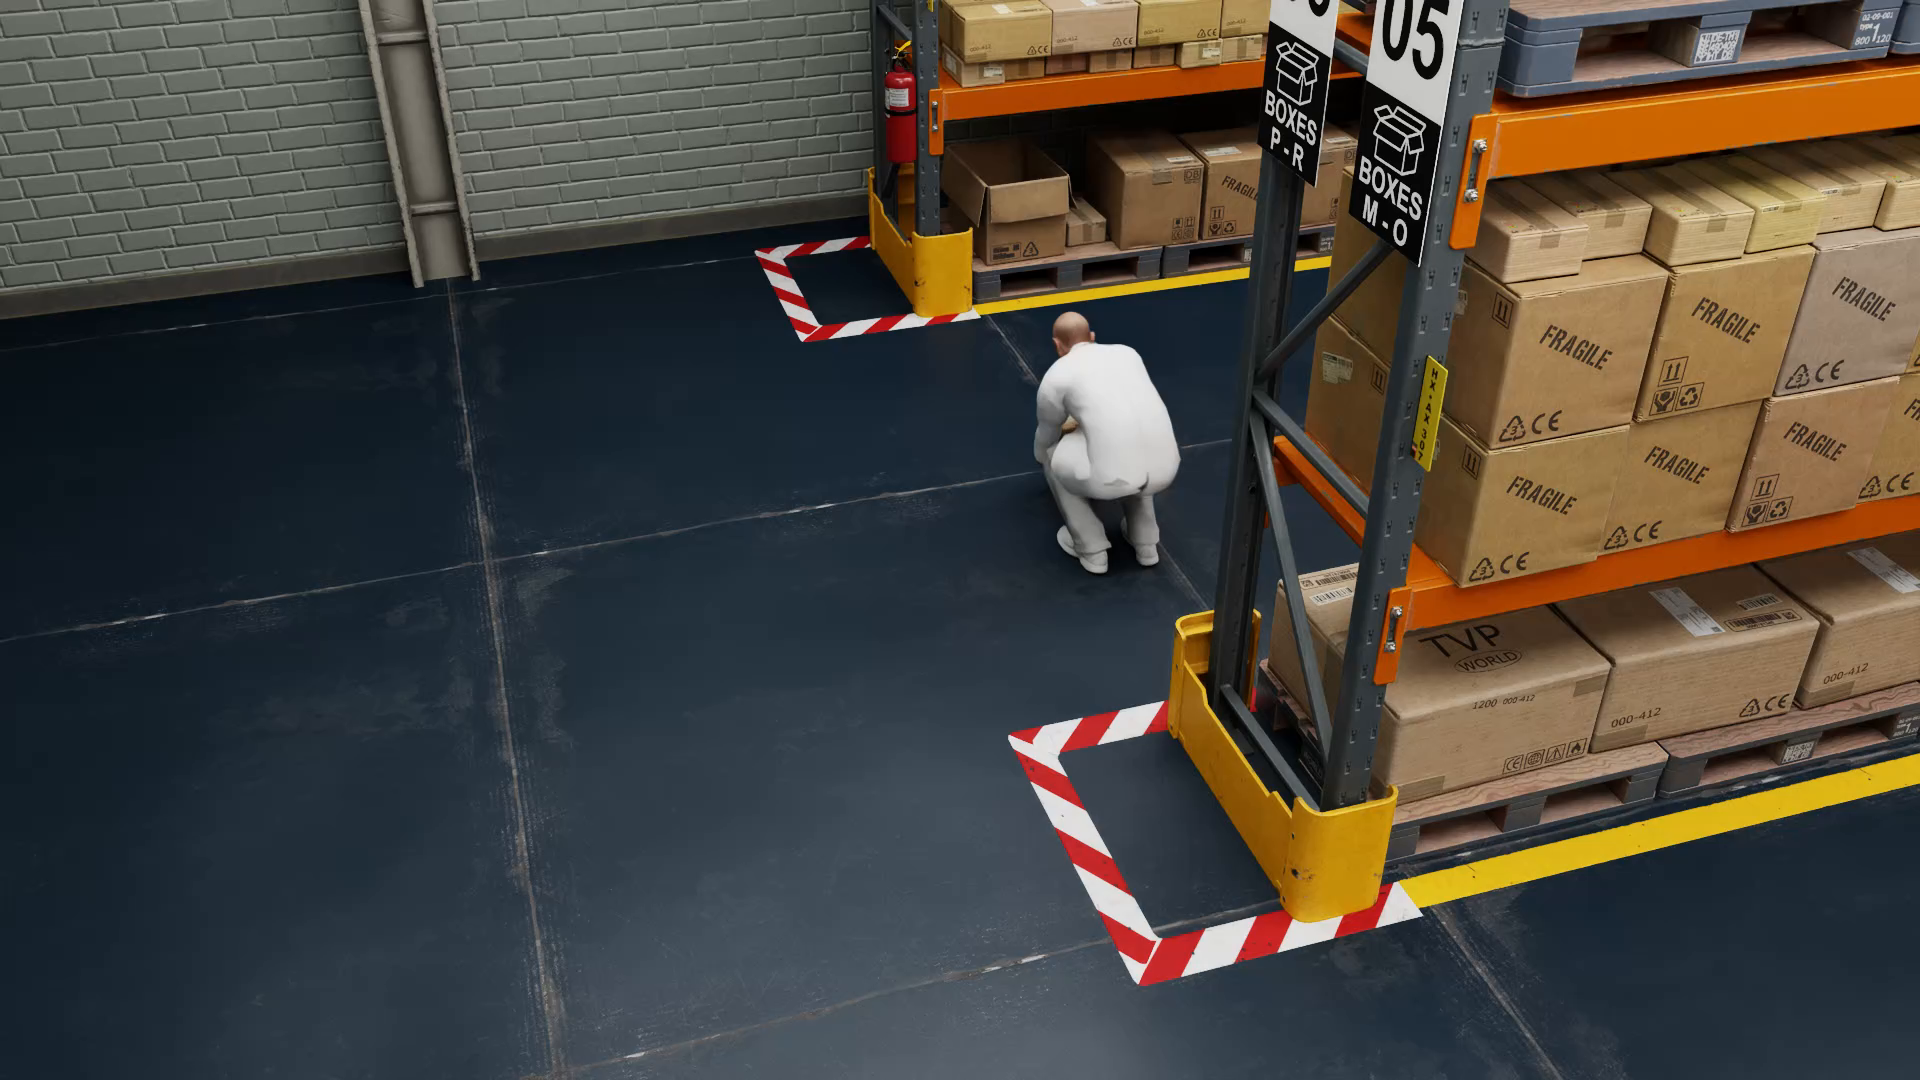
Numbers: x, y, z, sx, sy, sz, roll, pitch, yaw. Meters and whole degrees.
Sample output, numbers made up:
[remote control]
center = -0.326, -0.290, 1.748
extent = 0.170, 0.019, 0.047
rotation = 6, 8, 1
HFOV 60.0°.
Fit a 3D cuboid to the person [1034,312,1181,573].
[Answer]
[person]
center = 0.647, -0.449, 7.540
extent = 0.580, 1.003, 0.941
rotation = -11, 35, -16
